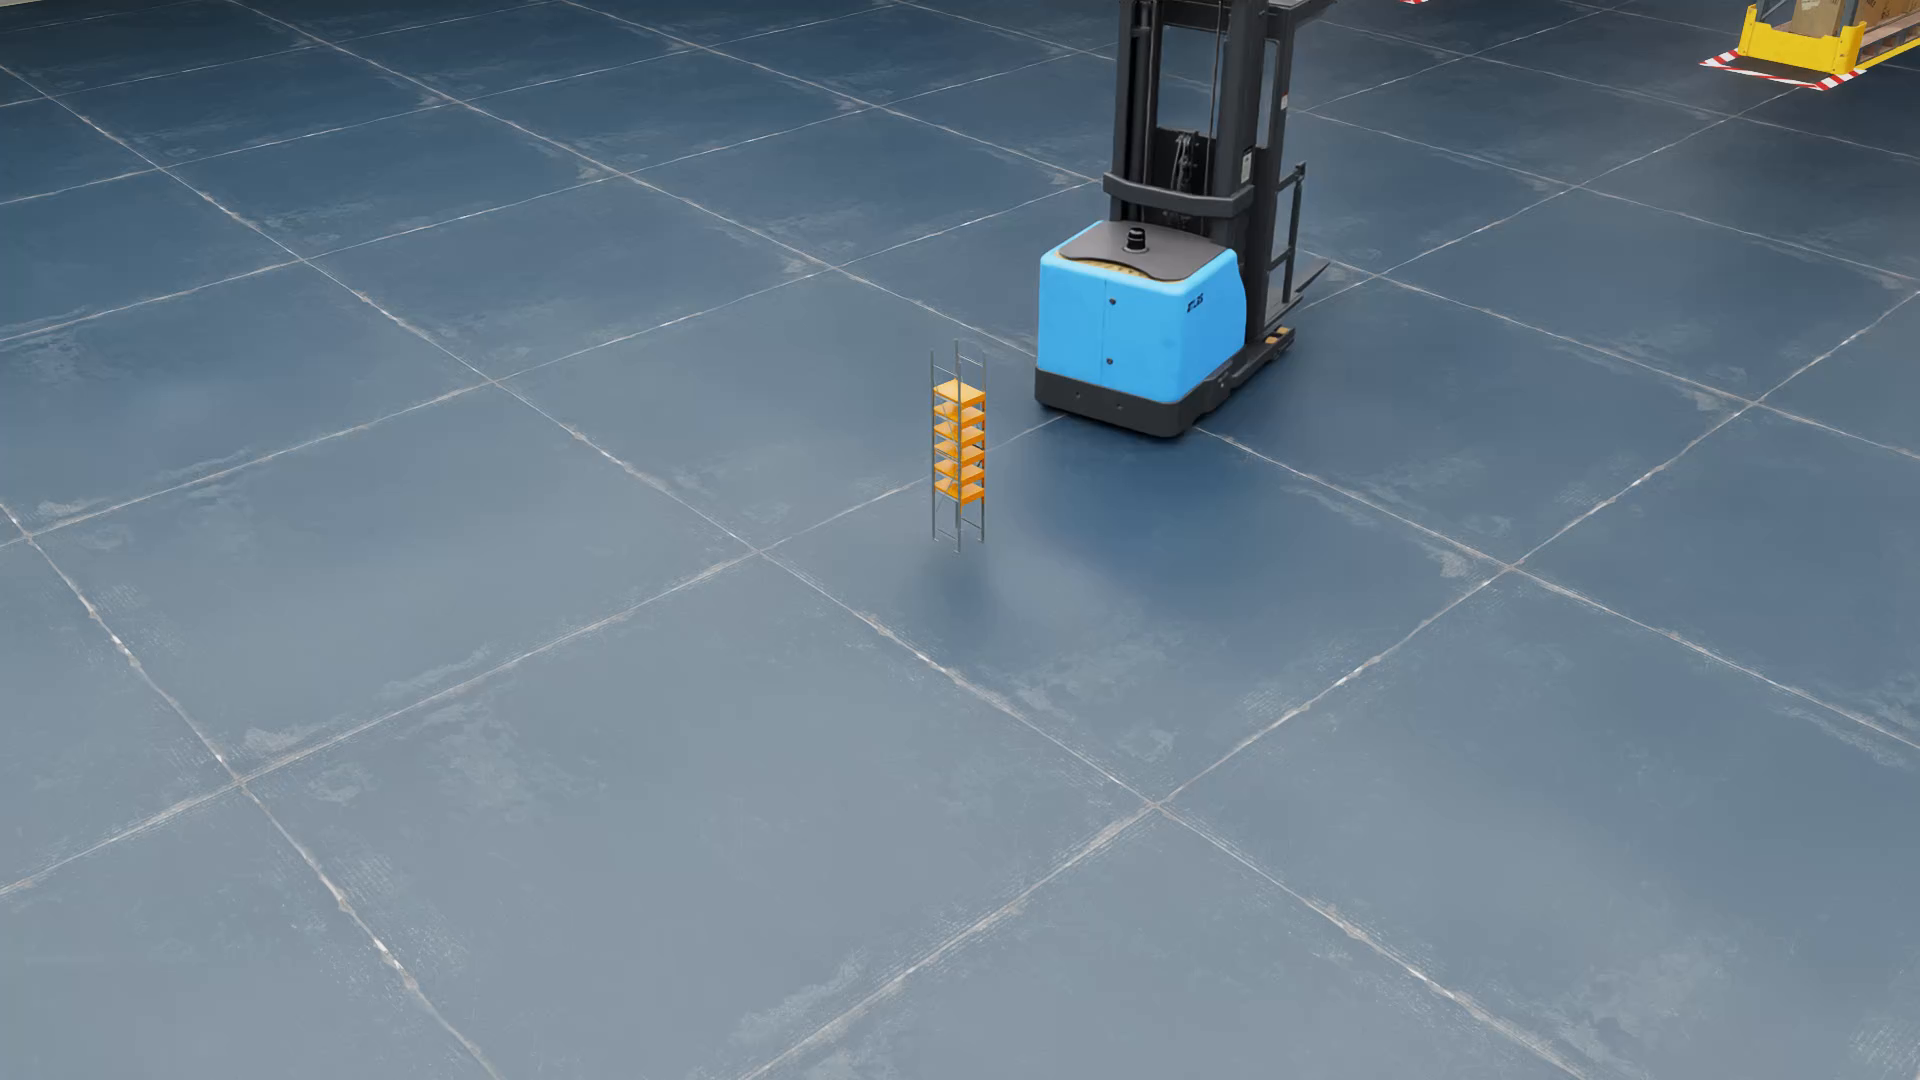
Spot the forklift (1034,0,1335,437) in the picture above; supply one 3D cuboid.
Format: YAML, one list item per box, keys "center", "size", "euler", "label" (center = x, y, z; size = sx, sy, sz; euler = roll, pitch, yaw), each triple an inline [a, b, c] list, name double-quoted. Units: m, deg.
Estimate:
- center: [1.715, -2.627, 11.071]
  size: [1.130, 2.935, 3.031]
  euler: [19, 36, 28]
  label: "forklift"

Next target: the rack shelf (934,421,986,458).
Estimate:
- center: [-0.011, -0.571, 9.224]
  size: [0.180, 0.103, 0.258]
  euler: [-26, 40, -35]
  label: "rack shelf"

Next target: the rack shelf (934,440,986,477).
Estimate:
- center: [-0.011, -0.469, 9.286]
  size: [0.180, 0.103, 0.258]
  euler: [-26, 40, -35]
  label: "rack shelf"

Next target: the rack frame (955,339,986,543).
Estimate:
- center: [0.056, -0.539, 9.316]
  size: [0.006, 1.200, 0.240]
  euler: [-26, 40, -35]
  label: "rack frame"

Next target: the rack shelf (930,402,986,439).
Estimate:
- center: [-0.011, -0.674, 9.161]
  size: [0.180, 0.103, 0.258]
  euler: [-26, 40, -35]
  label: "rack shelf"

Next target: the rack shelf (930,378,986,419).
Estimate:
- center: [-0.011, -0.776, 9.098]
  size: [0.180, 0.103, 0.258]
  euler: [-26, 40, -35]
  label: "rack shelf"

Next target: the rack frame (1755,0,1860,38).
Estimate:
- center: [9.028, -6.461, 17.276]
  size: [0.127, 3.000, 1.000]
  euler: [-26, 40, -35]
  label: "rack frame"

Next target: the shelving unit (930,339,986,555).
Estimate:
- center: [-0.011, -0.507, 9.263]
  size: [0.189, 1.200, 0.258]
  euler: [-26, 40, -35]
  label: "shelving unit"

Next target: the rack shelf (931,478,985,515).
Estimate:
- center: [-0.011, -0.264, 9.411]
  size: [0.180, 0.103, 0.258]
  euler: [-26, 40, -35]
  label: "rack shelf"

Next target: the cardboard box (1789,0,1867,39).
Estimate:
- center: [9.497, -5.789, 18.170]
  size: [0.500, 0.500, 0.500]
  euler: [-18, 36, -27]
  label: "cardboard box"

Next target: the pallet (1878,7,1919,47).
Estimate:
- center: [10.597, -6.004, 19.201]
  size: [1.213, 0.211, 1.003]
  euler: [-26, 40, -35]
  label: "pallet"

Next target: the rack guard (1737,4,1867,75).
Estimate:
- center: [9.083, -5.422, 17.972]
  size: [0.348, 0.500, 1.175]
  euler: [-26, 40, -35]
  label: "rack guard"

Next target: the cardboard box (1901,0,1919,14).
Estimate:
- center: [10.823, -6.410, 19.185]
  size: [0.500, 0.500, 0.500]
  euler: [25, 39, 35]
  label: "cardboard box"

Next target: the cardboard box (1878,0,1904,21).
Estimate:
- center: [10.384, -6.229, 18.890]
  size: [0.500, 0.500, 0.500]
  euler: [-22, 38, -31]
  label: "cardboard box"

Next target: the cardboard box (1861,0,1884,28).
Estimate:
- center: [9.912, -6.014, 18.538]
  size: [0.500, 0.500, 0.500]
  euler: [-15, 35, -23]
  label: "cardboard box"

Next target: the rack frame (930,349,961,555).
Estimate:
- center: [-0.078, -0.474, 9.210]
  size: [0.006, 1.200, 0.240]
  euler: [-26, 40, -35]
  label: "rack frame"

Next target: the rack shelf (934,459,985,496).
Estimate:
- center: [-0.011, -0.366, 9.349]
  size: [0.180, 0.103, 0.258]
  euler: [-26, 40, -35]
  label: "rack shelf"

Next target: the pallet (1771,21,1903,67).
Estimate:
- center: [9.703, -5.573, 18.497]
  size: [1.213, 0.211, 1.003]
  euler: [-26, 40, -35]
  label: "pallet"
